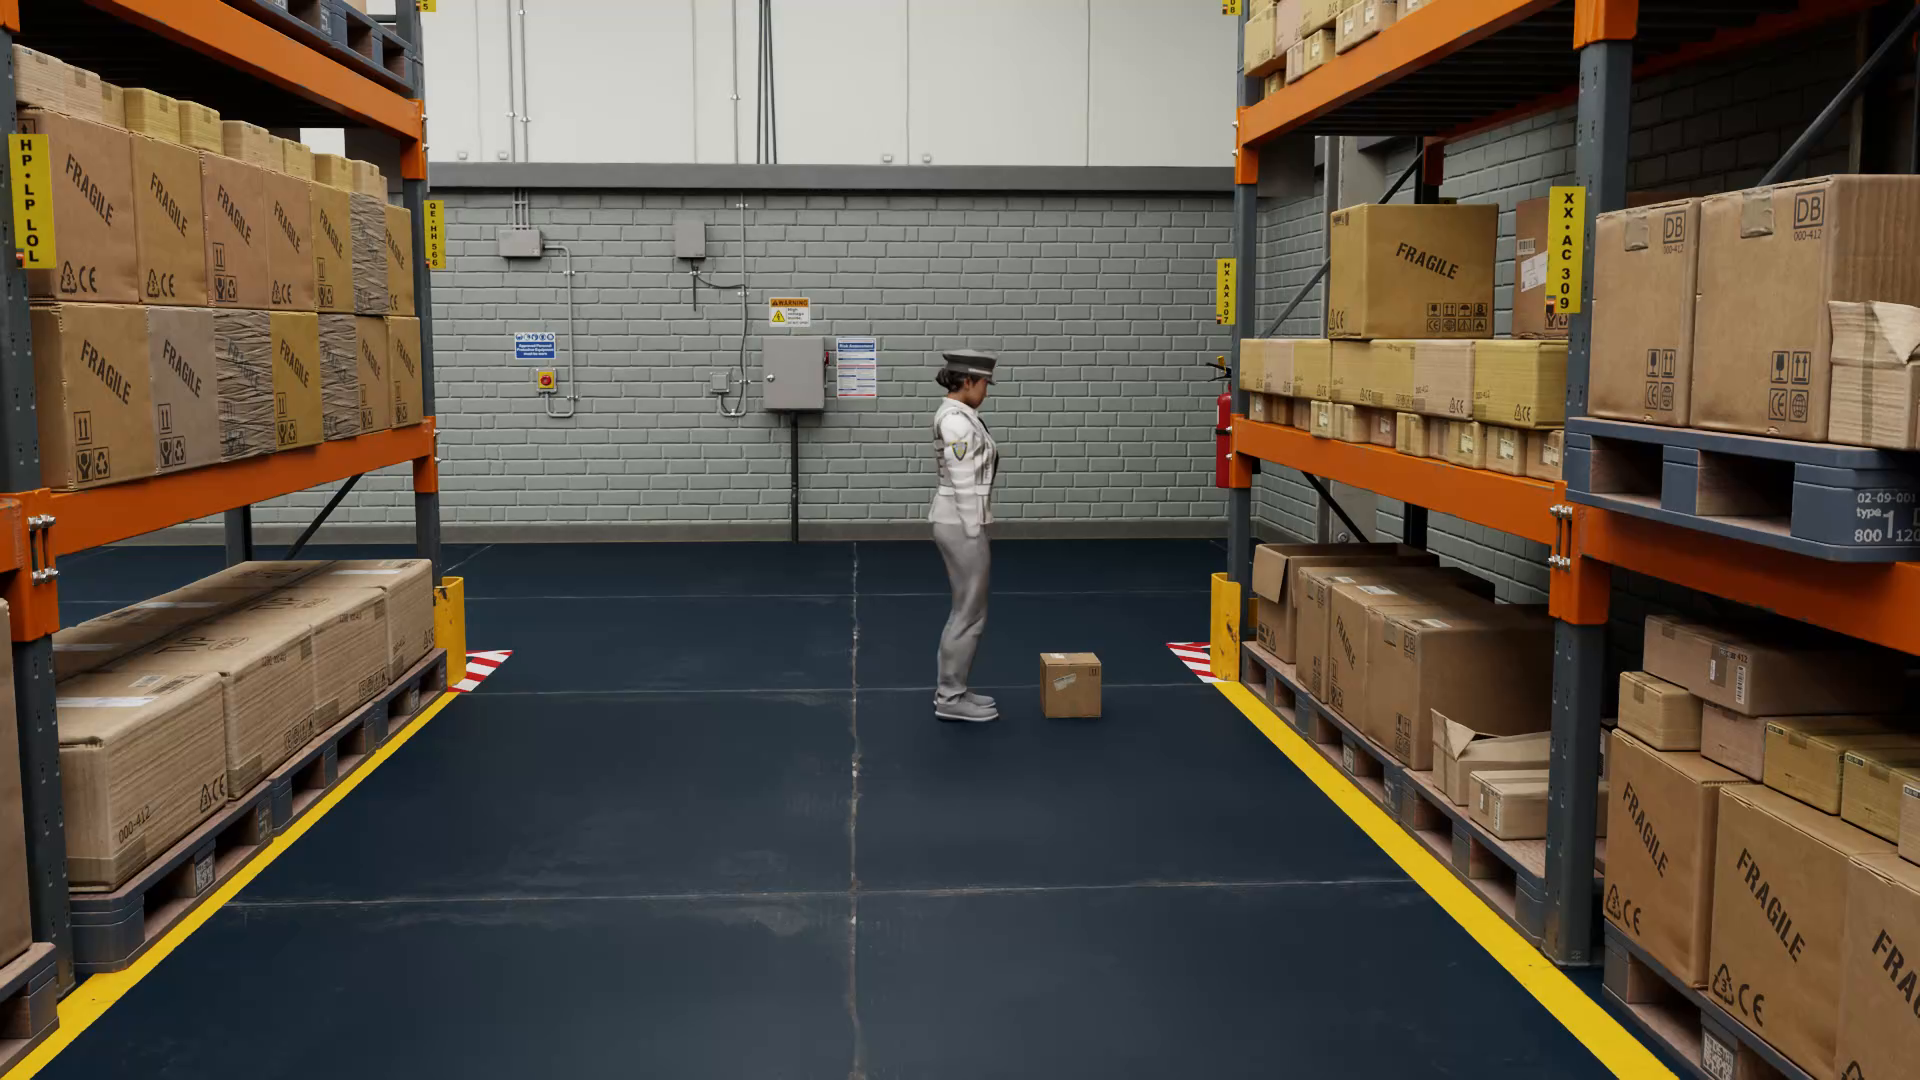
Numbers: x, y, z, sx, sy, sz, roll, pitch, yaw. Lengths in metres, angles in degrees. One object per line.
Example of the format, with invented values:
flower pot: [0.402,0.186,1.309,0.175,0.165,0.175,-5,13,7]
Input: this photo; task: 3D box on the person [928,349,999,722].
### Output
person: [0.019,-0.029,7.529,0.327,1.662,0.473,0,7,-3]
